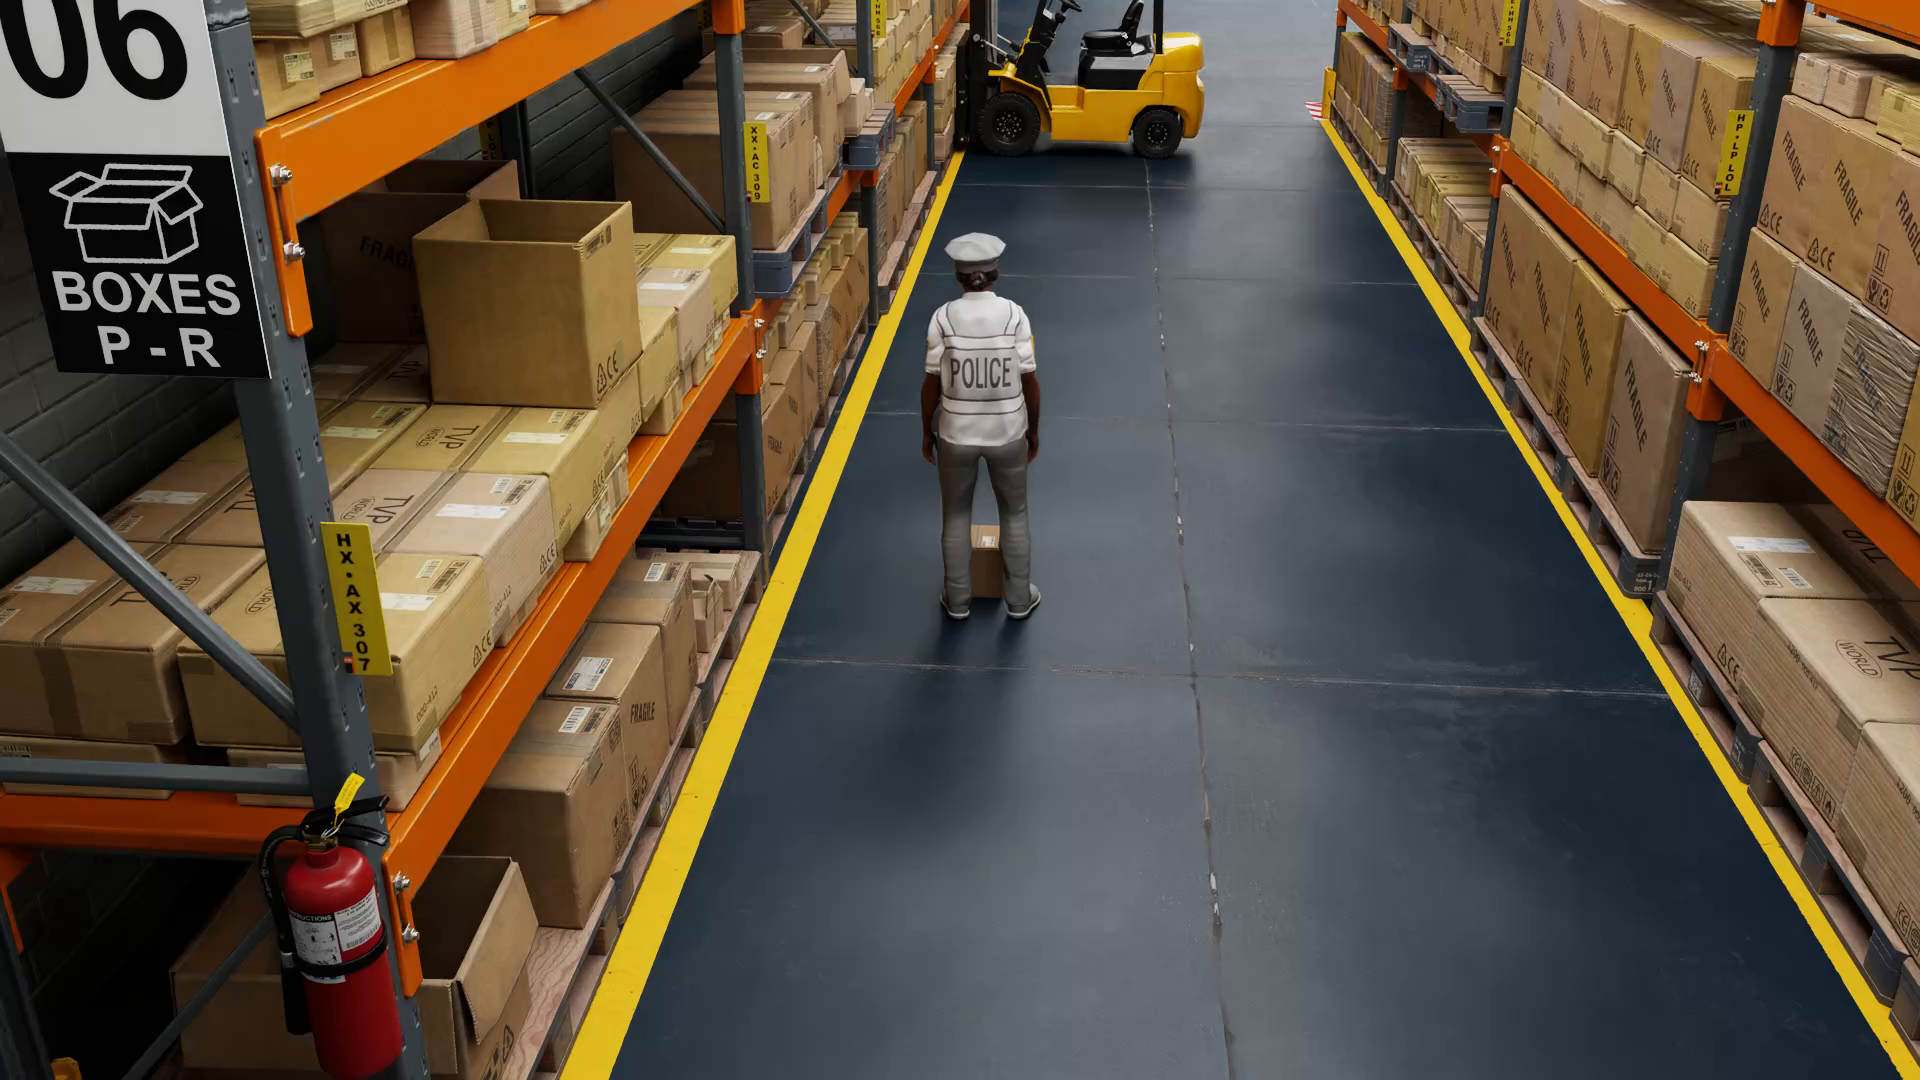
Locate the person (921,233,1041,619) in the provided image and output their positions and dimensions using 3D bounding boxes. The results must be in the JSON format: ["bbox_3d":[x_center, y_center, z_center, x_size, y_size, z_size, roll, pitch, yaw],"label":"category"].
[{"bbox_3d":[0.099,-0.445,7.075,0.527,1.659,0.395,0,25,0],"label":"person"}]
